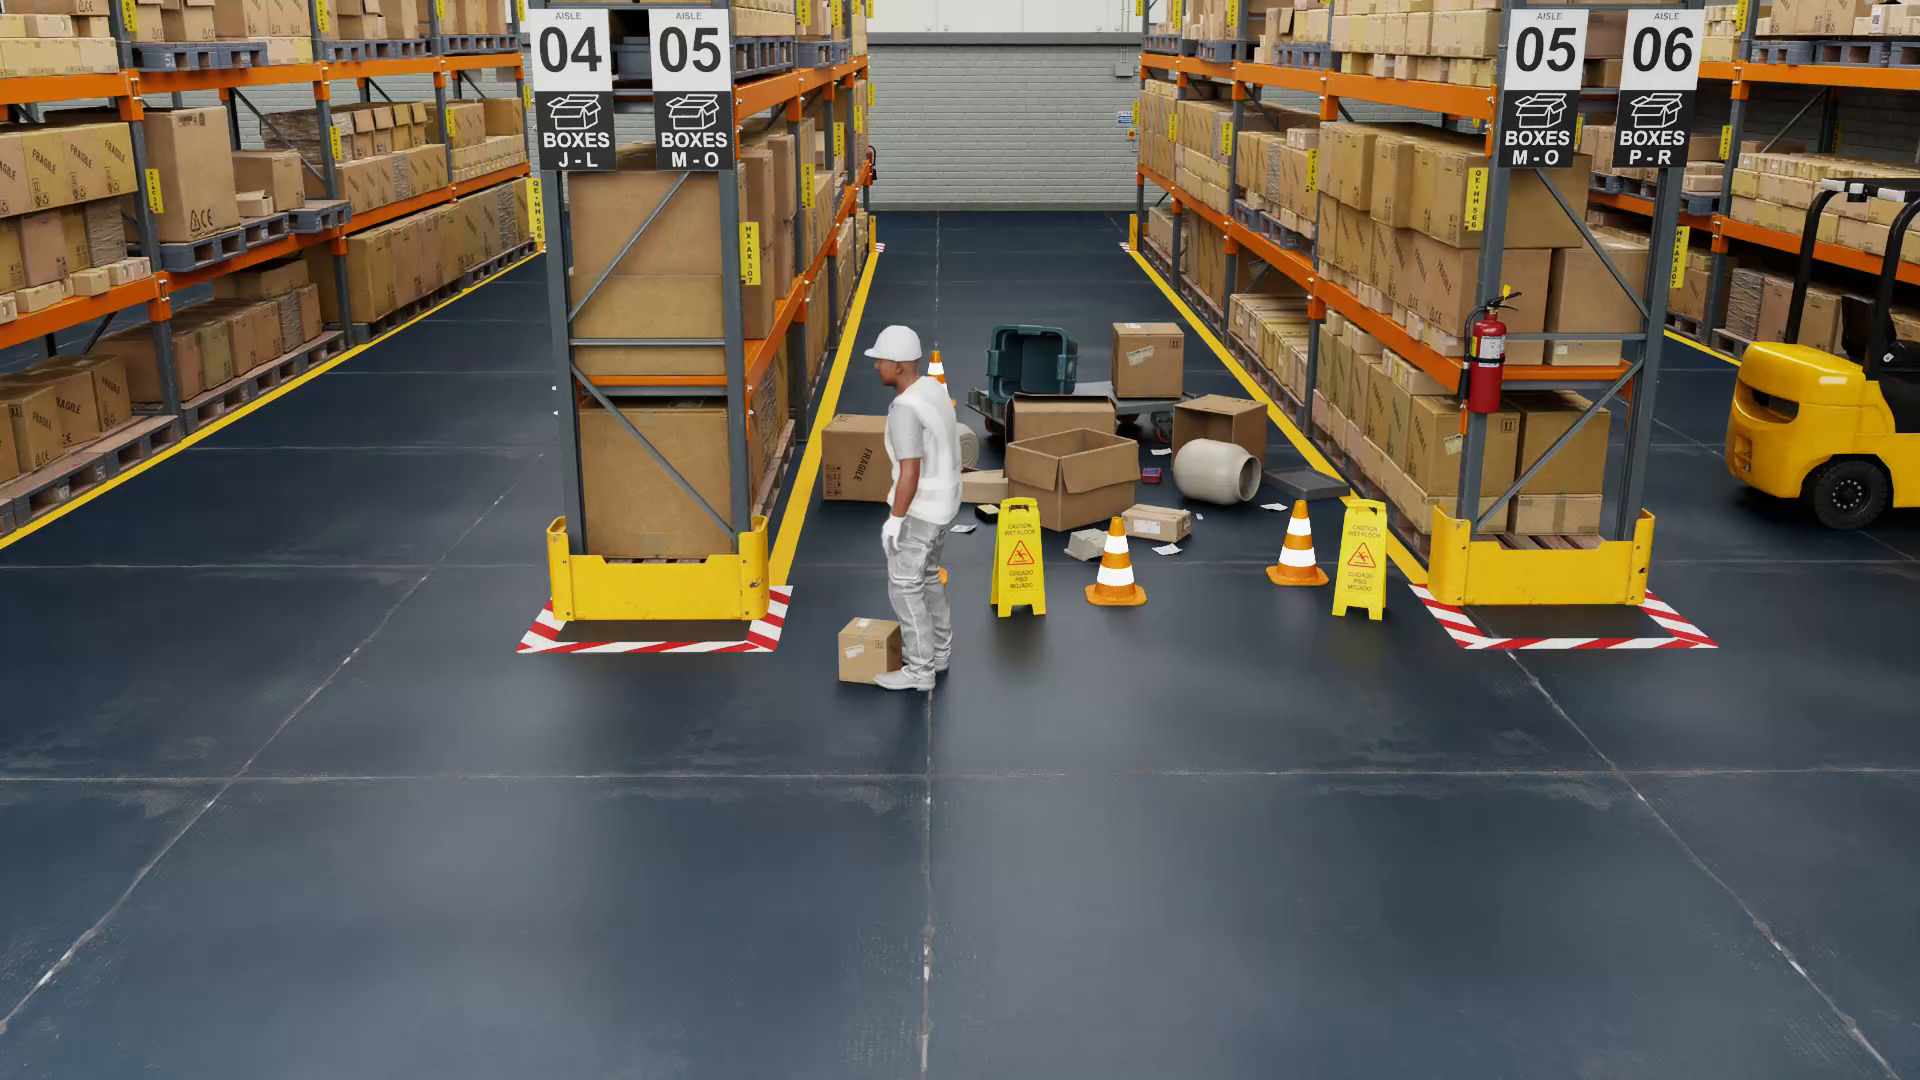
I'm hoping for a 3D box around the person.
[{"bbox_3d":[-0.224,-0.153,8.023,0.444,1.775,0.629,4,17,14],"label":"person"}]
